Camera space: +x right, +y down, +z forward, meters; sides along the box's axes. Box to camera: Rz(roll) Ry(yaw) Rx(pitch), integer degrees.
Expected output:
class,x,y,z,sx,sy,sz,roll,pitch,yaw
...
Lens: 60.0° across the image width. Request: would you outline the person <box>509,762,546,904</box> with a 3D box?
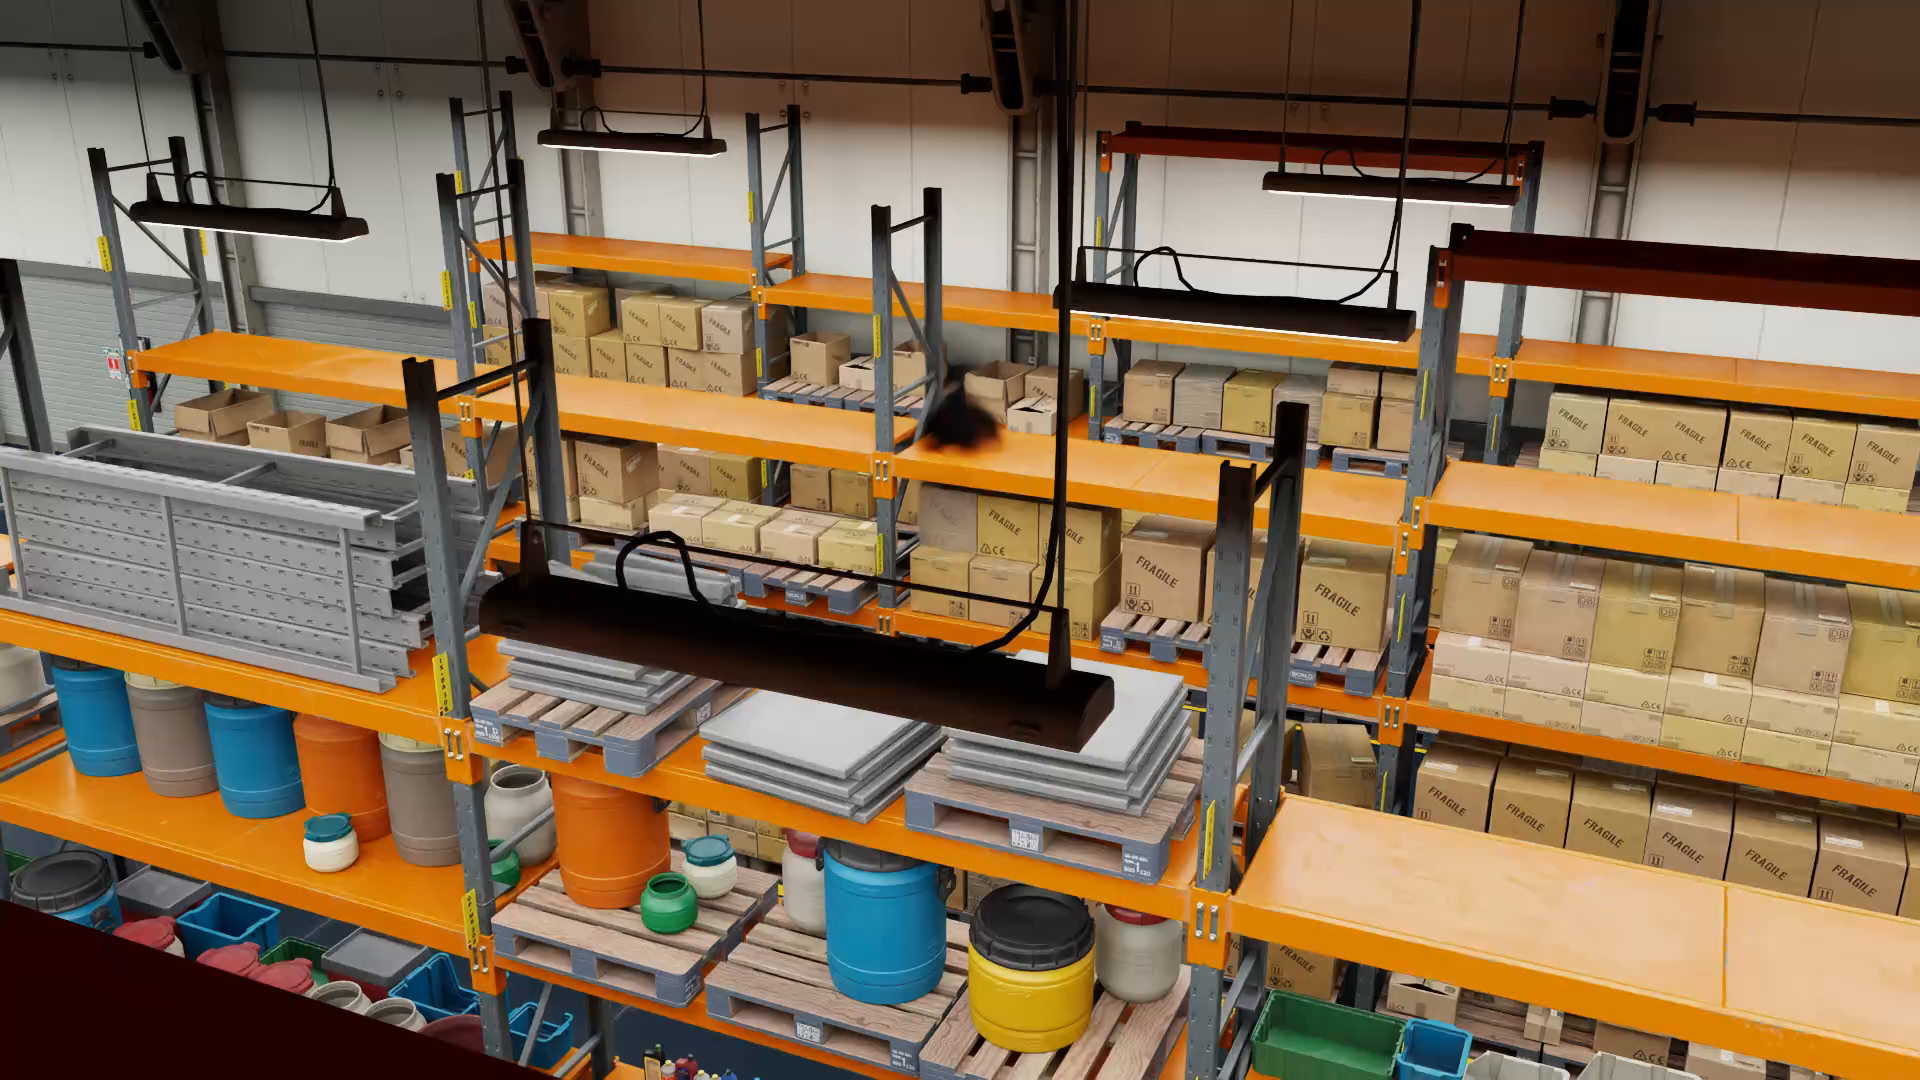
class,x,y,z,sx,sy,sz,roll,pitch,yaw
person,-3.537,2.477,13.659,0.909,1.620,0.521,-5,21,-12
